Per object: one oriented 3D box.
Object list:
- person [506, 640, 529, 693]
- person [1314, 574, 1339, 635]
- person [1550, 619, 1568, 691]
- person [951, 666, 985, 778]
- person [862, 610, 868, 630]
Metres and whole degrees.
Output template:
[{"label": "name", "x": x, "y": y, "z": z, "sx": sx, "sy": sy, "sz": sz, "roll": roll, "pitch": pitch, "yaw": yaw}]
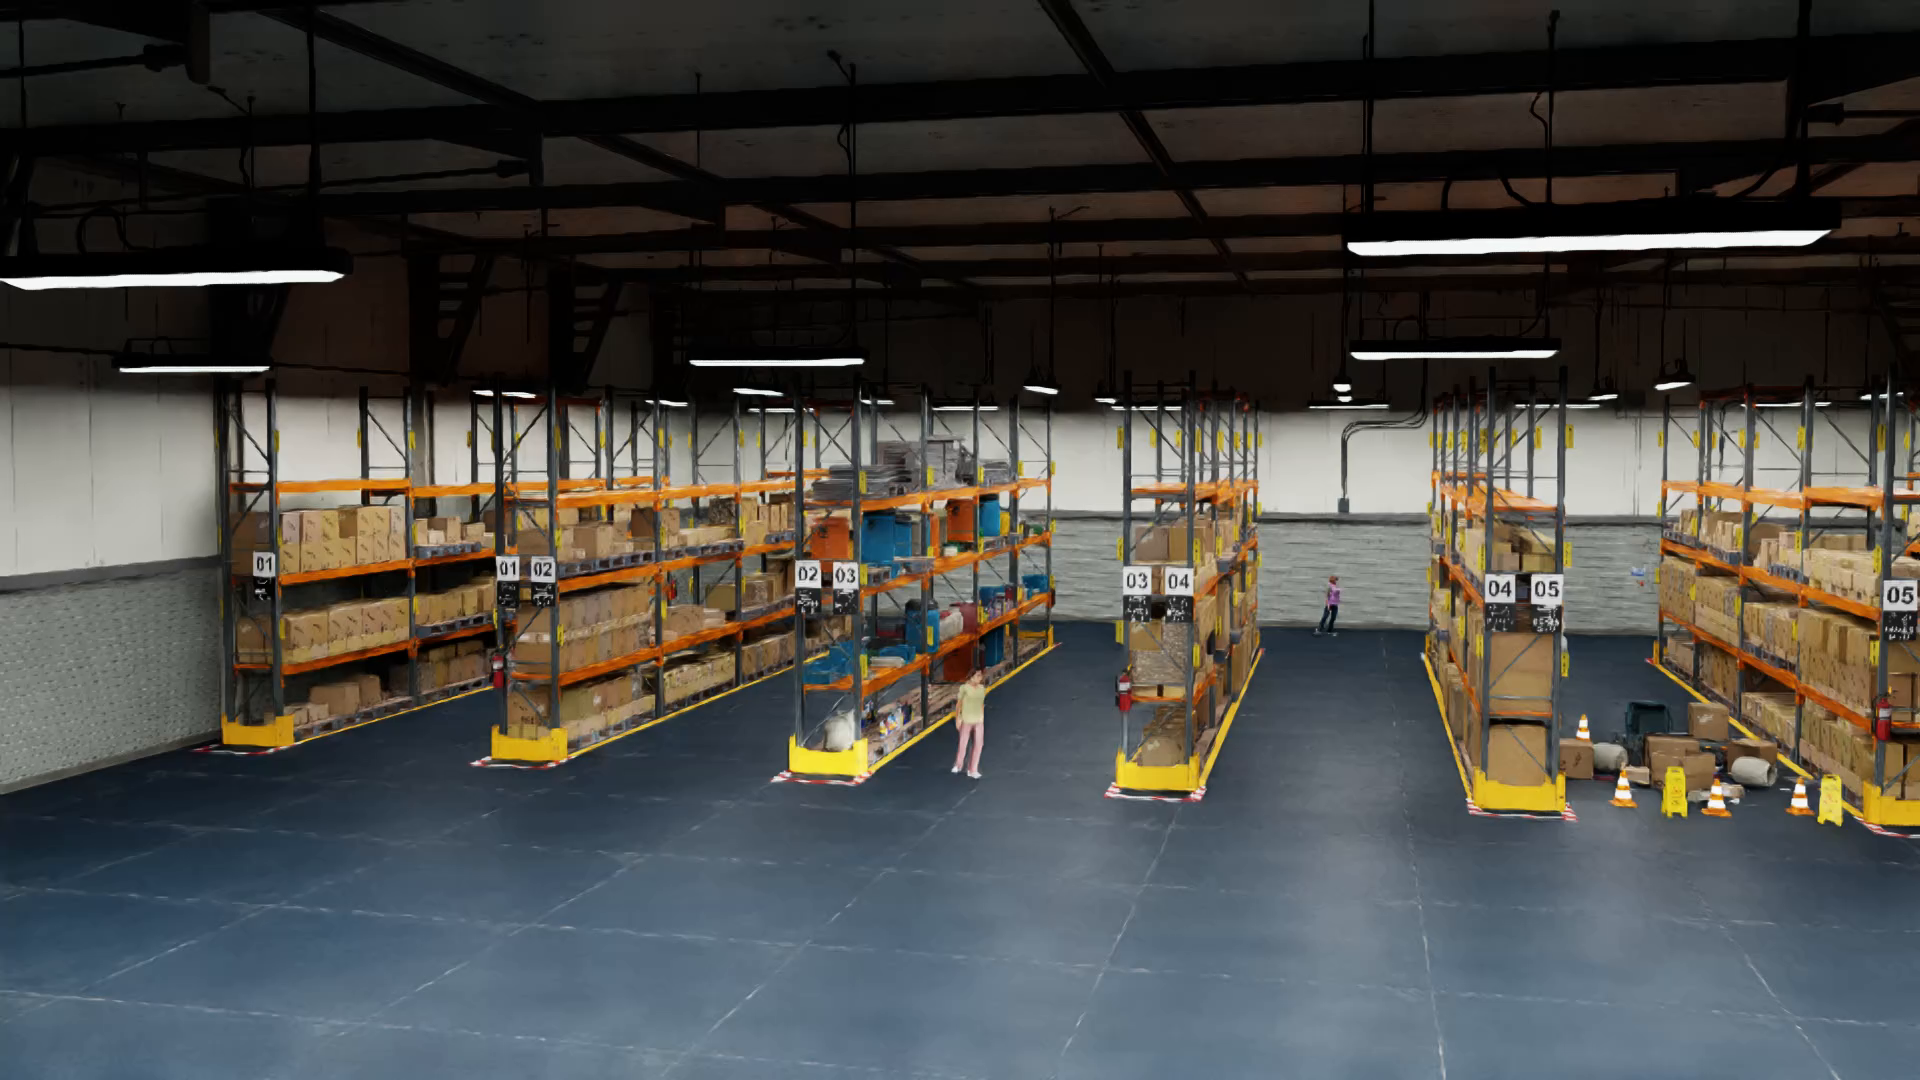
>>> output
[{"label": "person", "x": -7.748, "y": 2.492, "z": 29.104, "sx": 0.566, "sy": 1.541, "sz": 0.519, "roll": 1, "pitch": 3, "yaw": 11}, {"label": "person", "x": 9.405, "y": 1.656, "z": 42.626, "sx": 0.600, "sy": 1.589, "sz": 0.465, "roll": -2, "pitch": 4, "yaw": -33}, {"label": "person", "x": 11.870, "y": 2.170, "z": 33.233, "sx": 0.477, "sy": 1.667, "sz": 0.523, "roll": 3, "pitch": 5, "yaw": 44}, {"label": "person", "x": 0.129, "y": 2.690, "z": 24.795, "sx": 0.500, "sy": 1.657, "sz": 0.547, "roll": -1, "pitch": 4, "yaw": -23}, {"label": "person", "x": -2.829, "y": 1.590, "z": 43.611, "sx": 0.581, "sy": 1.585, "sz": 0.952, "roll": 3, "pitch": 5, "yaw": 41}]
